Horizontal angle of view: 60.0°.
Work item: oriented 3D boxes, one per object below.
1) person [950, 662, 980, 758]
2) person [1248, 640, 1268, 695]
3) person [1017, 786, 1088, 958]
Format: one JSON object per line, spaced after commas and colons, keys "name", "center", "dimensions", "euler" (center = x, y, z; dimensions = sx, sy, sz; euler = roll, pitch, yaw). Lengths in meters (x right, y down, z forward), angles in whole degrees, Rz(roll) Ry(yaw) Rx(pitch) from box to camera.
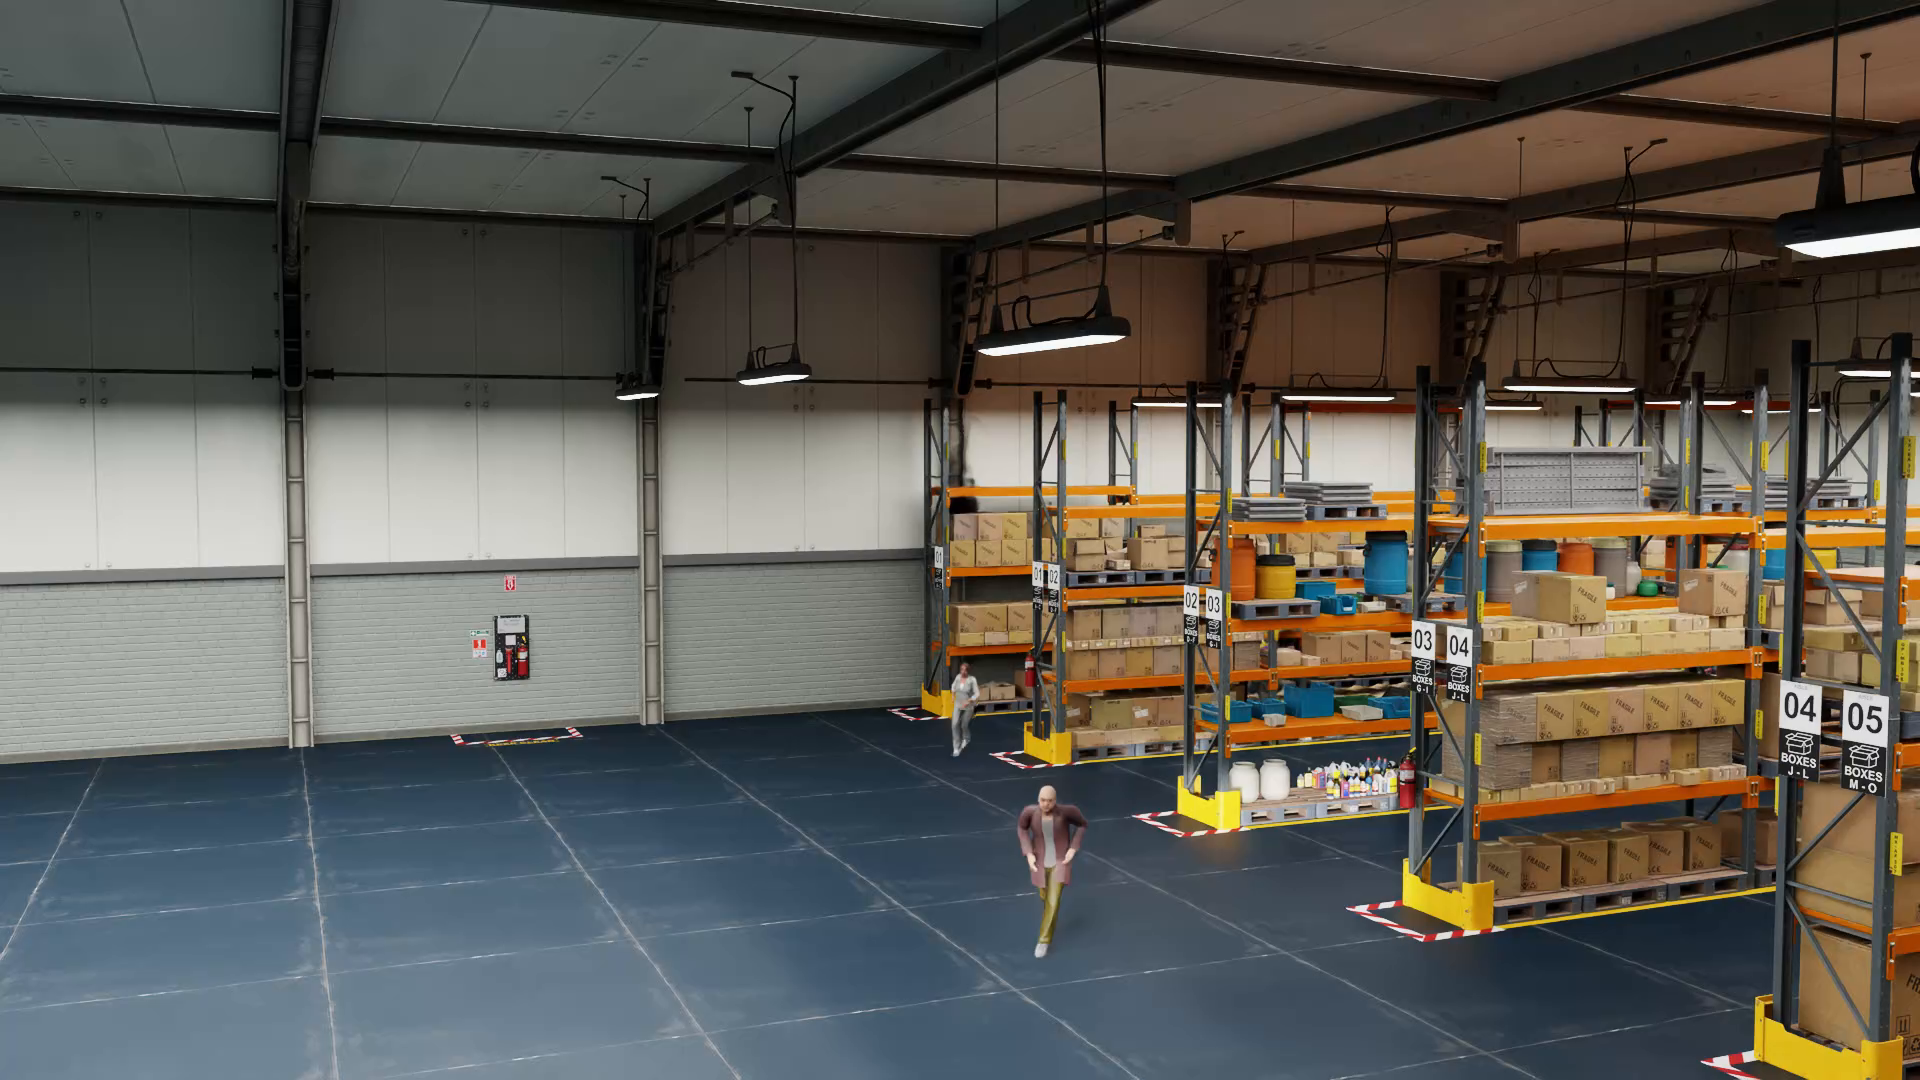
{"name": "person", "center": [0.095, 2.770, 27.544], "dimensions": [0.495, 1.555, 0.851], "euler": [1, 4, 17]}
{"name": "person", "center": [5.647, 2.482, 30.843], "dimensions": [0.878, 1.679, 0.682], "euler": [-1, 4, -24]}
{"name": "person", "center": [0.955, 3.323, 17.122], "dimensions": [0.729, 1.737, 1.021], "euler": [0, 3, 8]}
